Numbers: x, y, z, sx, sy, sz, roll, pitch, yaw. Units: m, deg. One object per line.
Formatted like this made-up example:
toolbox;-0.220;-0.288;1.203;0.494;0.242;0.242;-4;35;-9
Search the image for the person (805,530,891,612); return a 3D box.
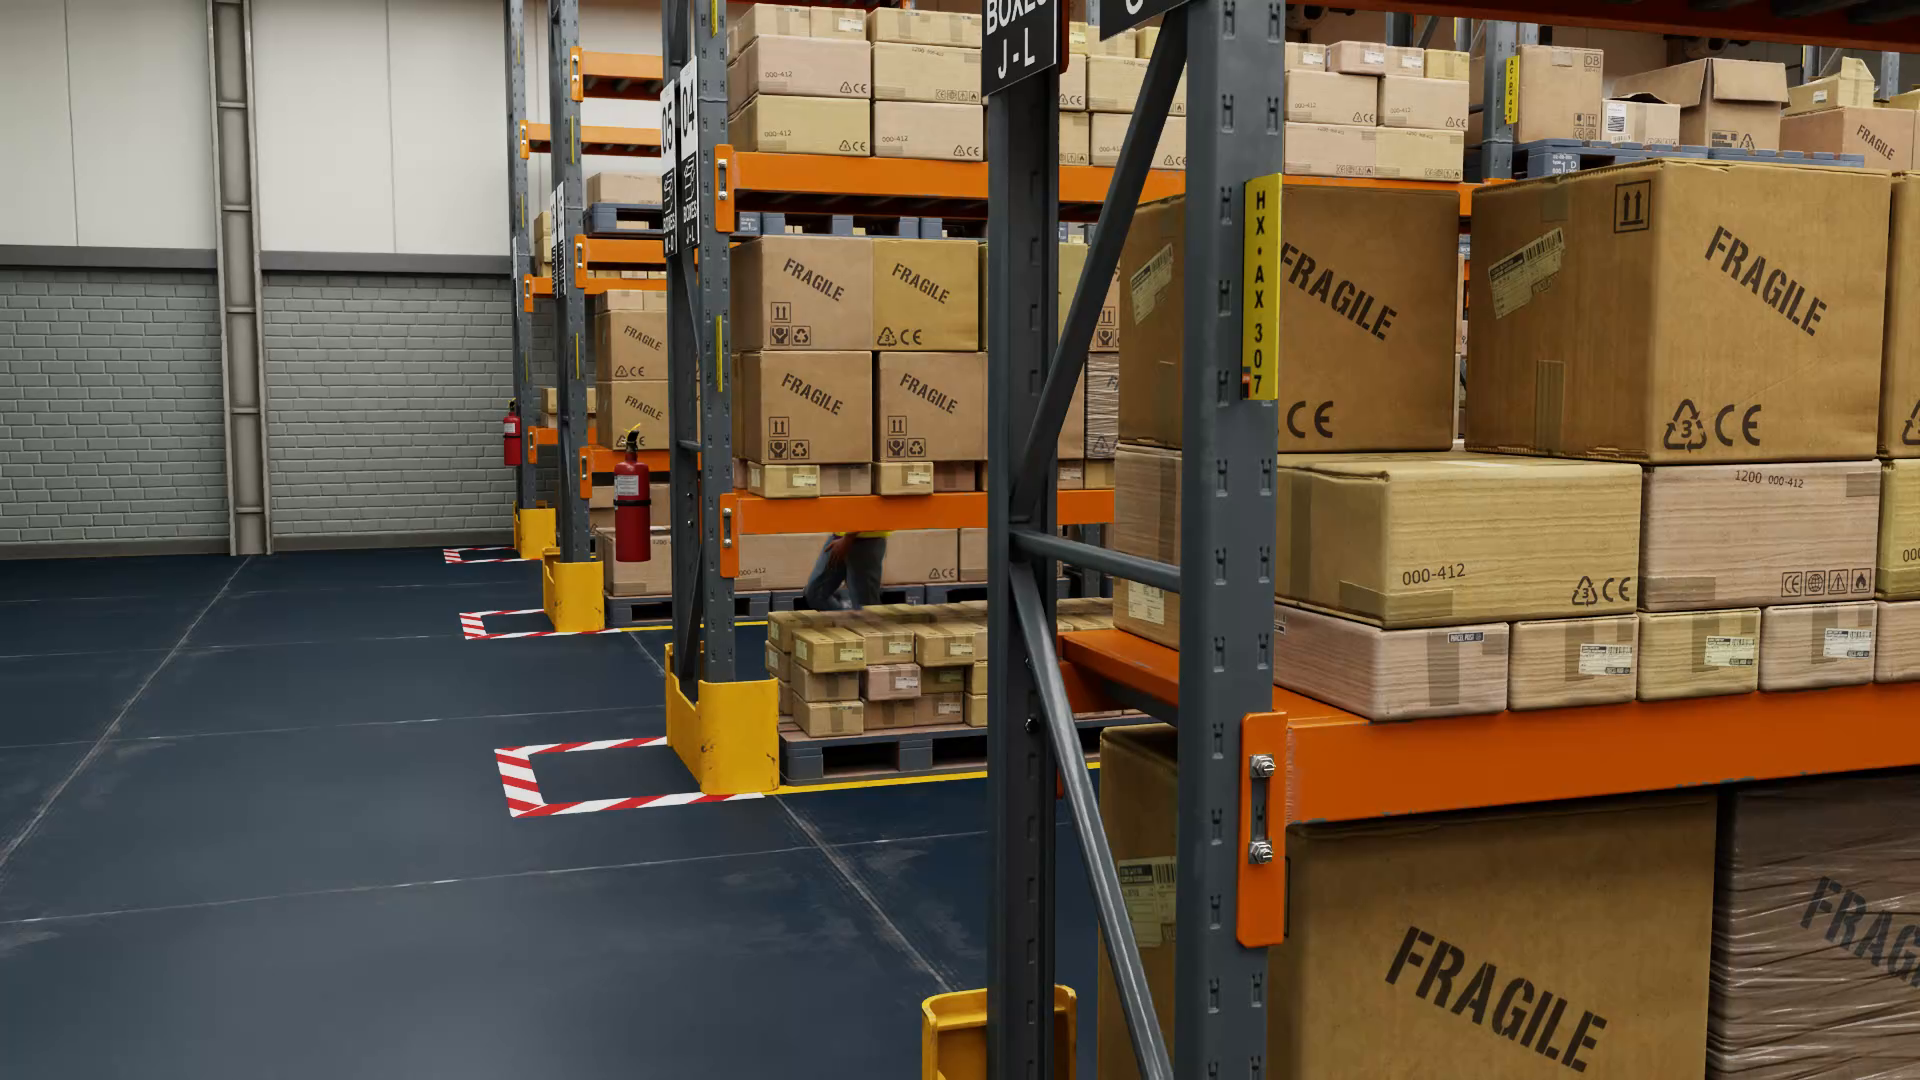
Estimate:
person;-0.609;0.016;9.564;0.509;1.814;0.581;-2;6;-19
